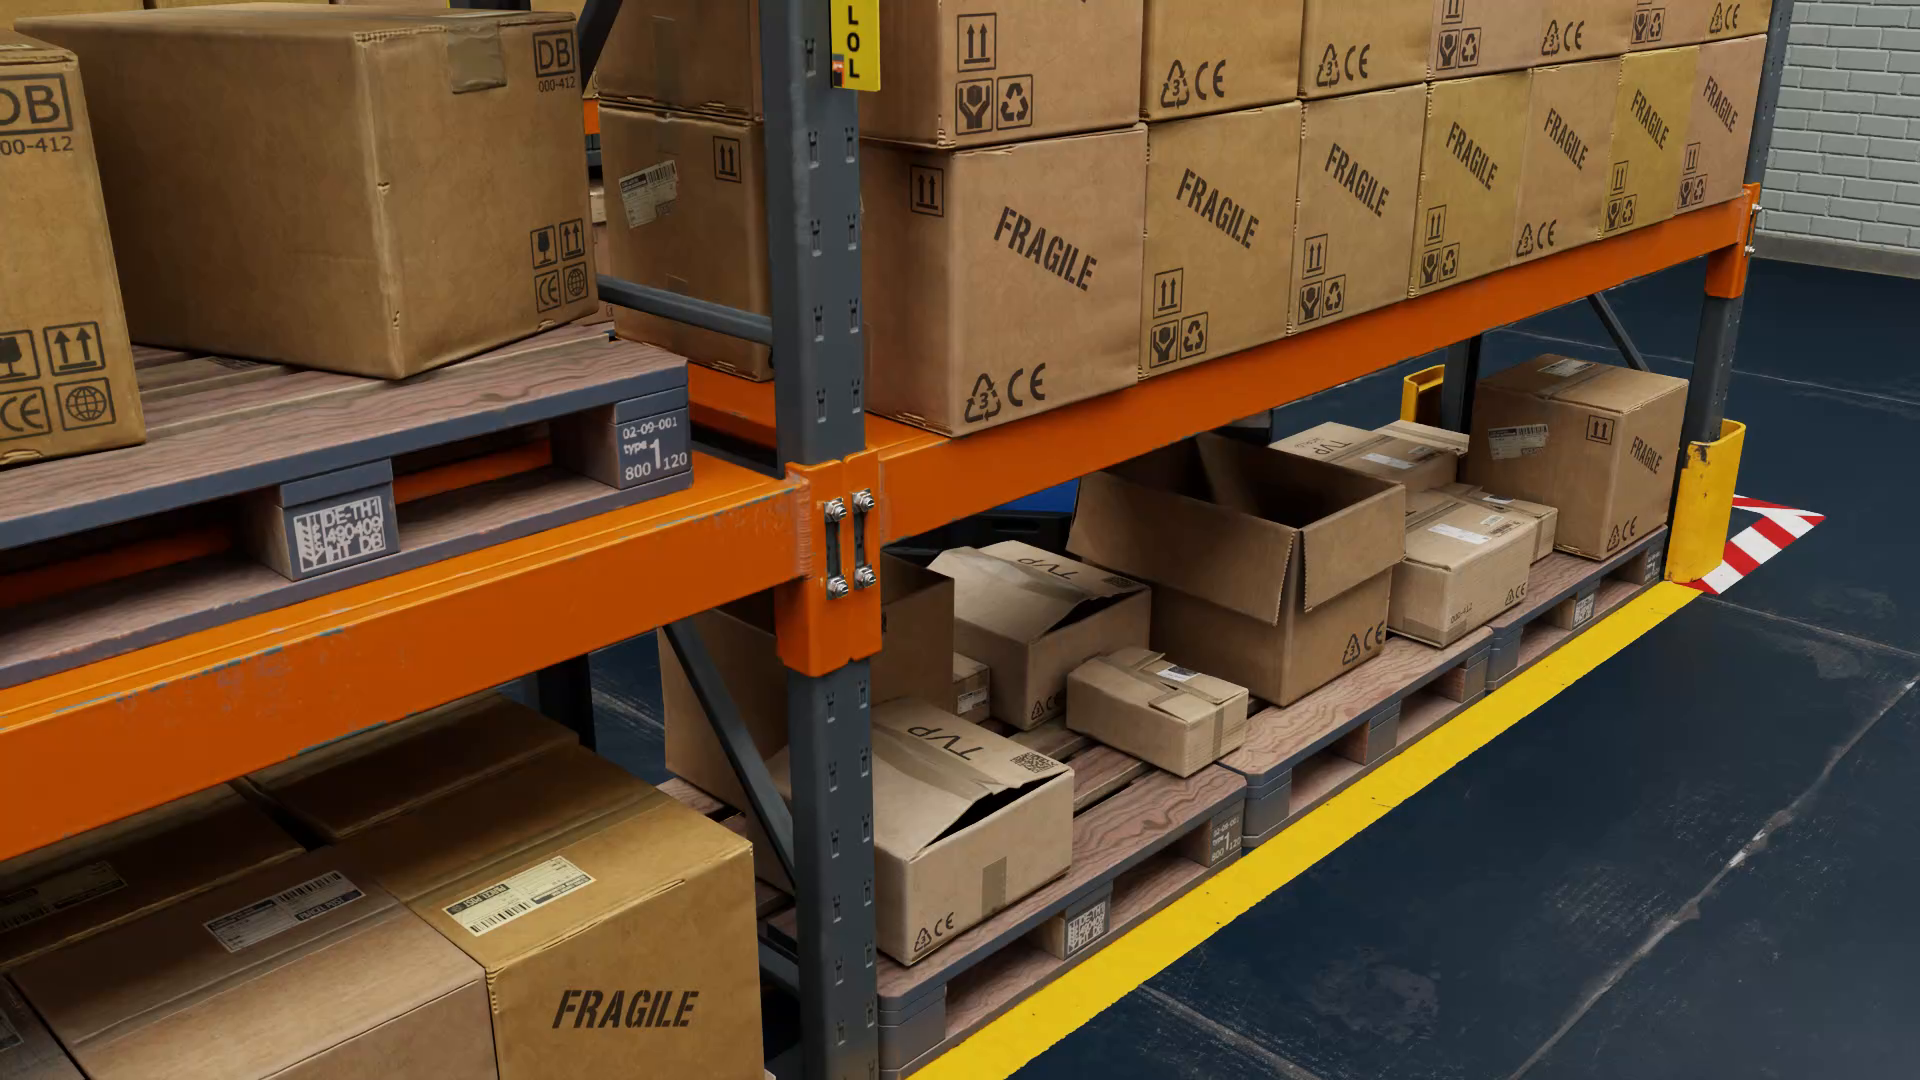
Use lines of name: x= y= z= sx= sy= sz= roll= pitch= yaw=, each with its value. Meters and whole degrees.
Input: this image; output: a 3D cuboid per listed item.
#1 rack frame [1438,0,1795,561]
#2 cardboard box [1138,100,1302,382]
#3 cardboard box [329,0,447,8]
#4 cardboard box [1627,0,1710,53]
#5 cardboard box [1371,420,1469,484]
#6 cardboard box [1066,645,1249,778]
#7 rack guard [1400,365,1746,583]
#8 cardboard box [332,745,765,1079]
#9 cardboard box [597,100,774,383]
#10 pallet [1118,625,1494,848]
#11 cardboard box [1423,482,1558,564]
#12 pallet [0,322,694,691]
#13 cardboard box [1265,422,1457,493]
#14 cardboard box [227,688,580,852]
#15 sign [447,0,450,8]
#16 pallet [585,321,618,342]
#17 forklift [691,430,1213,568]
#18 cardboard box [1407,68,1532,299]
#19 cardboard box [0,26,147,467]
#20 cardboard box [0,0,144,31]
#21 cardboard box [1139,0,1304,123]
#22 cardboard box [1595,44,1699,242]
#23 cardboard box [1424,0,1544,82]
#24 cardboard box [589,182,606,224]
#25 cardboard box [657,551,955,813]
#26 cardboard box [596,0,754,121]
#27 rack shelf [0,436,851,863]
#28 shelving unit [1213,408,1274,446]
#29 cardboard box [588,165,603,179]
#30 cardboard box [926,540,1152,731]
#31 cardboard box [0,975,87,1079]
rack frame: x=2.235 y=-1.452 z=5.672 sx=1.000 sy=3.000 sz=0.127 roll=19 pitch=28 yaw=41
cardboard box: x=0.350 y=-0.666 z=3.486 sx=0.500 sy=0.500 sz=0.500 roll=-20 pitch=28 yaw=-41
cardboard box: x=-2.703 y=-2.314 z=7.496 sx=0.980 sy=0.700 sz=0.700 roll=18 pitch=27 yaw=38
cardboard box: x=1.770 y=-1.652 z=4.659 sx=0.500 sy=0.500 sz=0.500 roll=-19 pitch=28 yaw=-41
cardboard box: x=1.697 y=-0.305 z=6.048 sx=0.380 sy=0.149 sz=0.250 roll=19 pitch=28 yaw=41
cardboard box: x=0.489 y=0.415 z=4.151 sx=0.380 sy=0.166 sz=0.250 roll=19 pitch=28 yaw=41
rack guard: x=2.182 y=-0.266 z=6.069 sx=1.175 sy=0.500 sz=0.348 roll=19 pitch=28 yaw=41
cardboard box: x=-0.694 y=0.736 z=2.849 sx=0.500 sy=0.500 sz=0.500 roll=19 pitch=28 yaw=40
cardboard box: x=-0.390 y=-0.663 z=3.480 sx=0.500 sy=0.500 sz=0.500 roll=-20 pitch=28 yaw=-41
pallet: x=0.776 y=0.386 z=4.775 sx=1.003 sy=0.211 sz=1.213 roll=19 pitch=28 yaw=41
cardboard box: x=1.685 y=-0.052 z=5.365 sx=0.380 sy=0.166 sz=0.250 roll=19 pitch=28 yaw=41
pallet: x=-1.191 y=-0.156 z=2.567 sx=1.003 sy=0.211 sz=1.213 roll=19 pitch=28 yaw=41
cardboard box: x=1.304 y=-0.177 z=5.573 sx=0.500 sy=0.250 sz=0.500 roll=19 pitch=28 yaw=41
cardboard box: x=-1.067 y=0.601 z=3.201 sx=0.500 sy=0.500 sz=0.500 roll=18 pitch=27 yaw=38
sign: x=-0.949 y=-0.962 z=3.189 sx=0.100 sy=0.325 sz=0.005 roll=19 pitch=28 yaw=41
pallet: x=-1.818 y=-1.164 z=8.809 sx=1.003 sy=0.211 sz=1.213 roll=19 pitch=28 yaw=41
forklift: x=-0.618 y=-1.397 z=5.624 sx=3.031 sy=2.935 sz=1.130 roll=3 pitch=21 yaw=7
cardboard box: x=1.055 y=-0.925 z=4.161 sx=0.500 sy=0.500 sz=0.500 roll=19 pitch=28 yaw=40
cardboard box: x=-1.480 y=-0.408 z=2.231 sx=0.500 sy=0.500 sz=0.700 roll=-15 pitch=26 yaw=-34
cardboard box: x=-3.717 y=-1.938 z=6.518 sx=0.700 sy=0.700 sz=0.980 roll=-20 pitch=28 yaw=-41
cardboard box: x=0.335 y=-1.121 z=3.276 sx=0.500 sy=0.500 sz=0.500 roll=18 pitch=28 yaw=39
cardboard box: x=1.758 y=-1.181 z=4.828 sx=0.500 sy=0.500 sz=0.500 roll=20 pitch=28 yaw=41
cardboard box: x=1.053 y=-1.386 z=3.966 sx=0.500 sy=0.500 sz=0.500 roll=-19 pitch=28 yaw=-40
cardboard box: x=-1.870 y=-1.673 z=8.242 sx=0.250 sy=0.149 sz=0.380 roll=-19 pitch=28 yaw=-41
cardboard box: x=-0.361 y=0.320 z=3.932 sx=0.500 sy=0.500 sz=0.500 roll=19 pitch=28 yaw=41
cardboard box: x=-0.388 y=-1.132 z=3.306 sx=0.500 sy=0.500 sz=0.500 roll=19 pitch=28 yaw=41
rack shelf: x=-1.950 y=0.426 z=1.788 sx=1.077 sy=0.370 sz=4.000 roll=19 pitch=28 yaw=41
shelving unit: x=1.030 y=-0.479 z=6.065 sx=0.210 sy=0.900 sz=0.258 roll=3 pitch=21 yaw=7
cardboard box: x=-1.789 y=-1.900 z=8.832 sx=0.380 sy=0.149 sz=0.250 roll=20 pitch=28 yaw=41
cardboard box: x=0.162 y=0.216 z=4.467 sx=0.500 sy=0.311 sz=0.500 roll=19 pitch=28 yaw=41
cardboard box: x=-1.395 y=0.990 z=2.189 sx=0.500 sy=0.500 sz=0.500 roll=20 pitch=29 yaw=41
